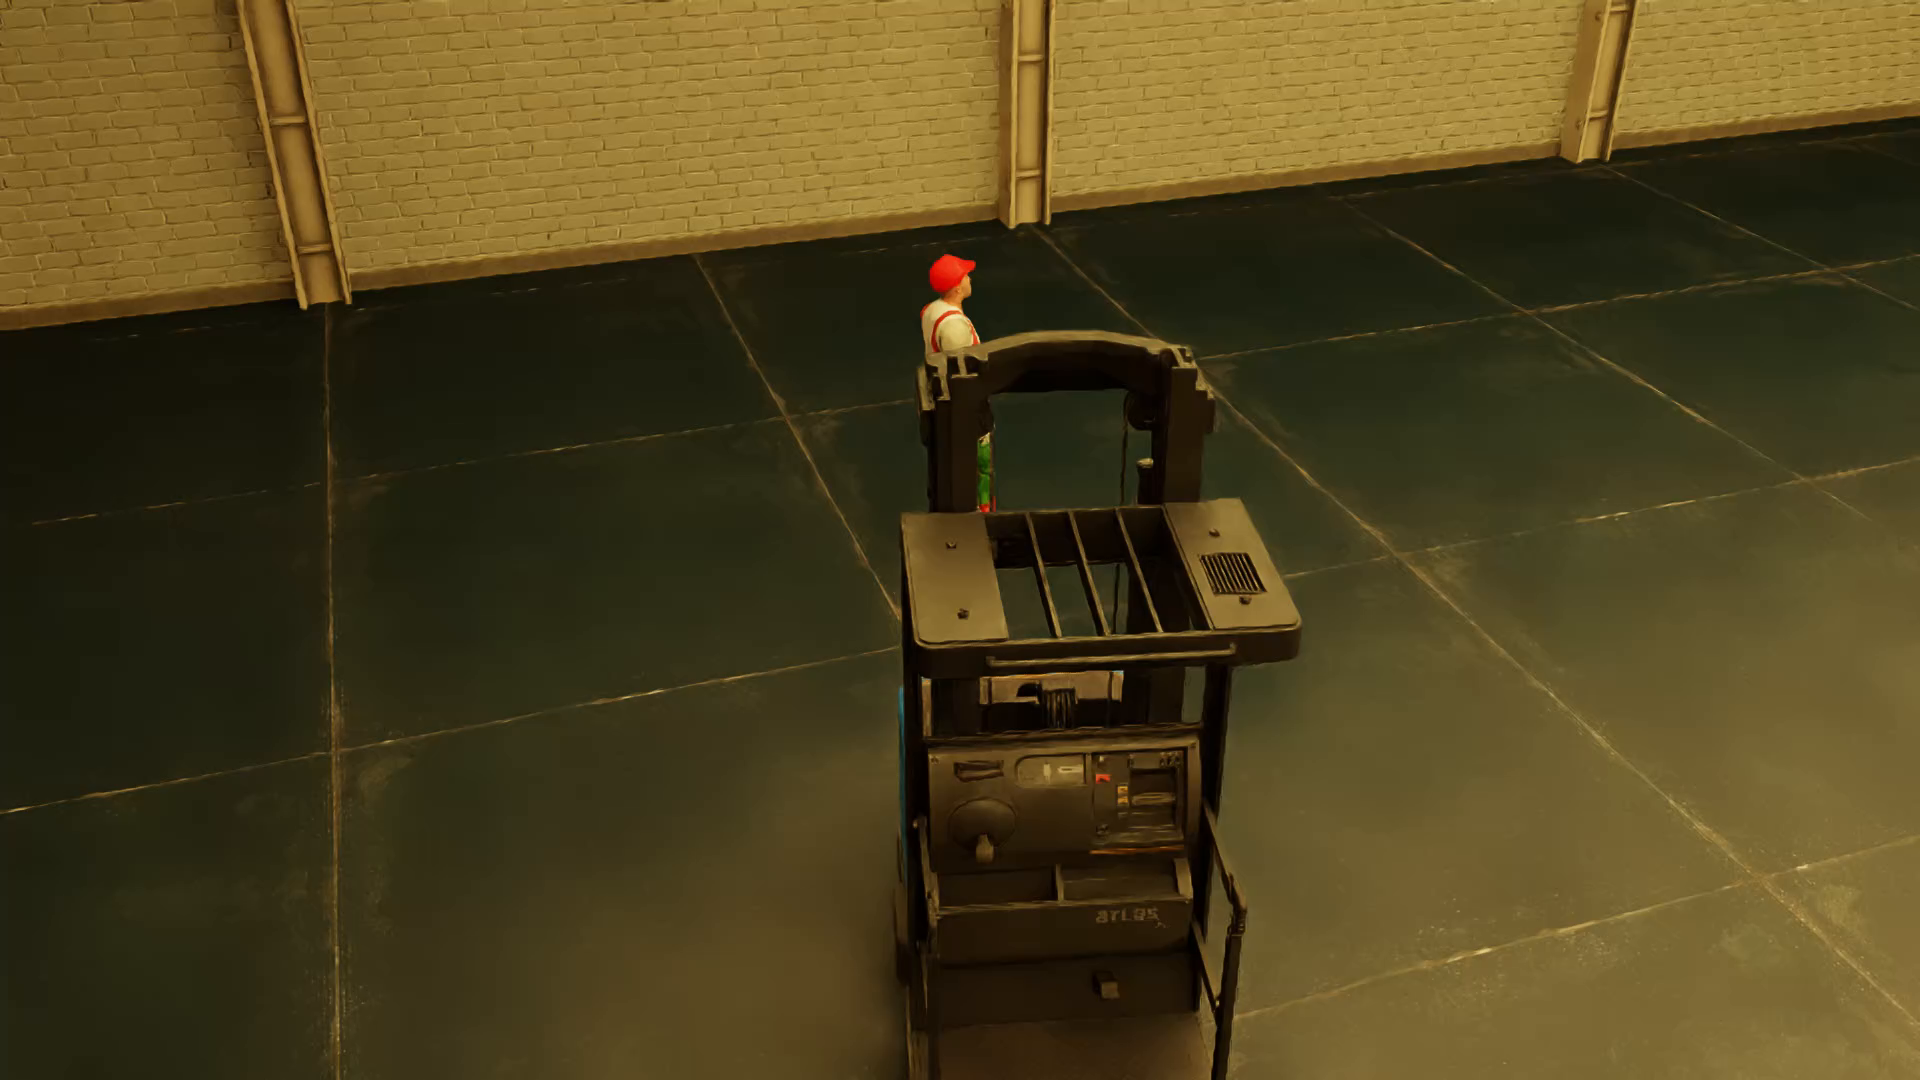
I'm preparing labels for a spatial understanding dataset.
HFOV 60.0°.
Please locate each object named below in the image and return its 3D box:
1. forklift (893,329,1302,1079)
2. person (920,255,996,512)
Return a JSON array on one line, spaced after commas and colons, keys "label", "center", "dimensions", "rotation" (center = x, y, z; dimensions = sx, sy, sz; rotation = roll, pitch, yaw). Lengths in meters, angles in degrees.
[{"label": "forklift", "center": [0.378, 0.929, 5.472], "dimensions": [1.130, 2.935, 3.031], "rotation": [-3, 30, -4]}, {"label": "person", "center": [0.080, -0.789, 9.589], "dimensions": [0.563, 1.787, 0.637], "rotation": [-10, 31, -16]}]
